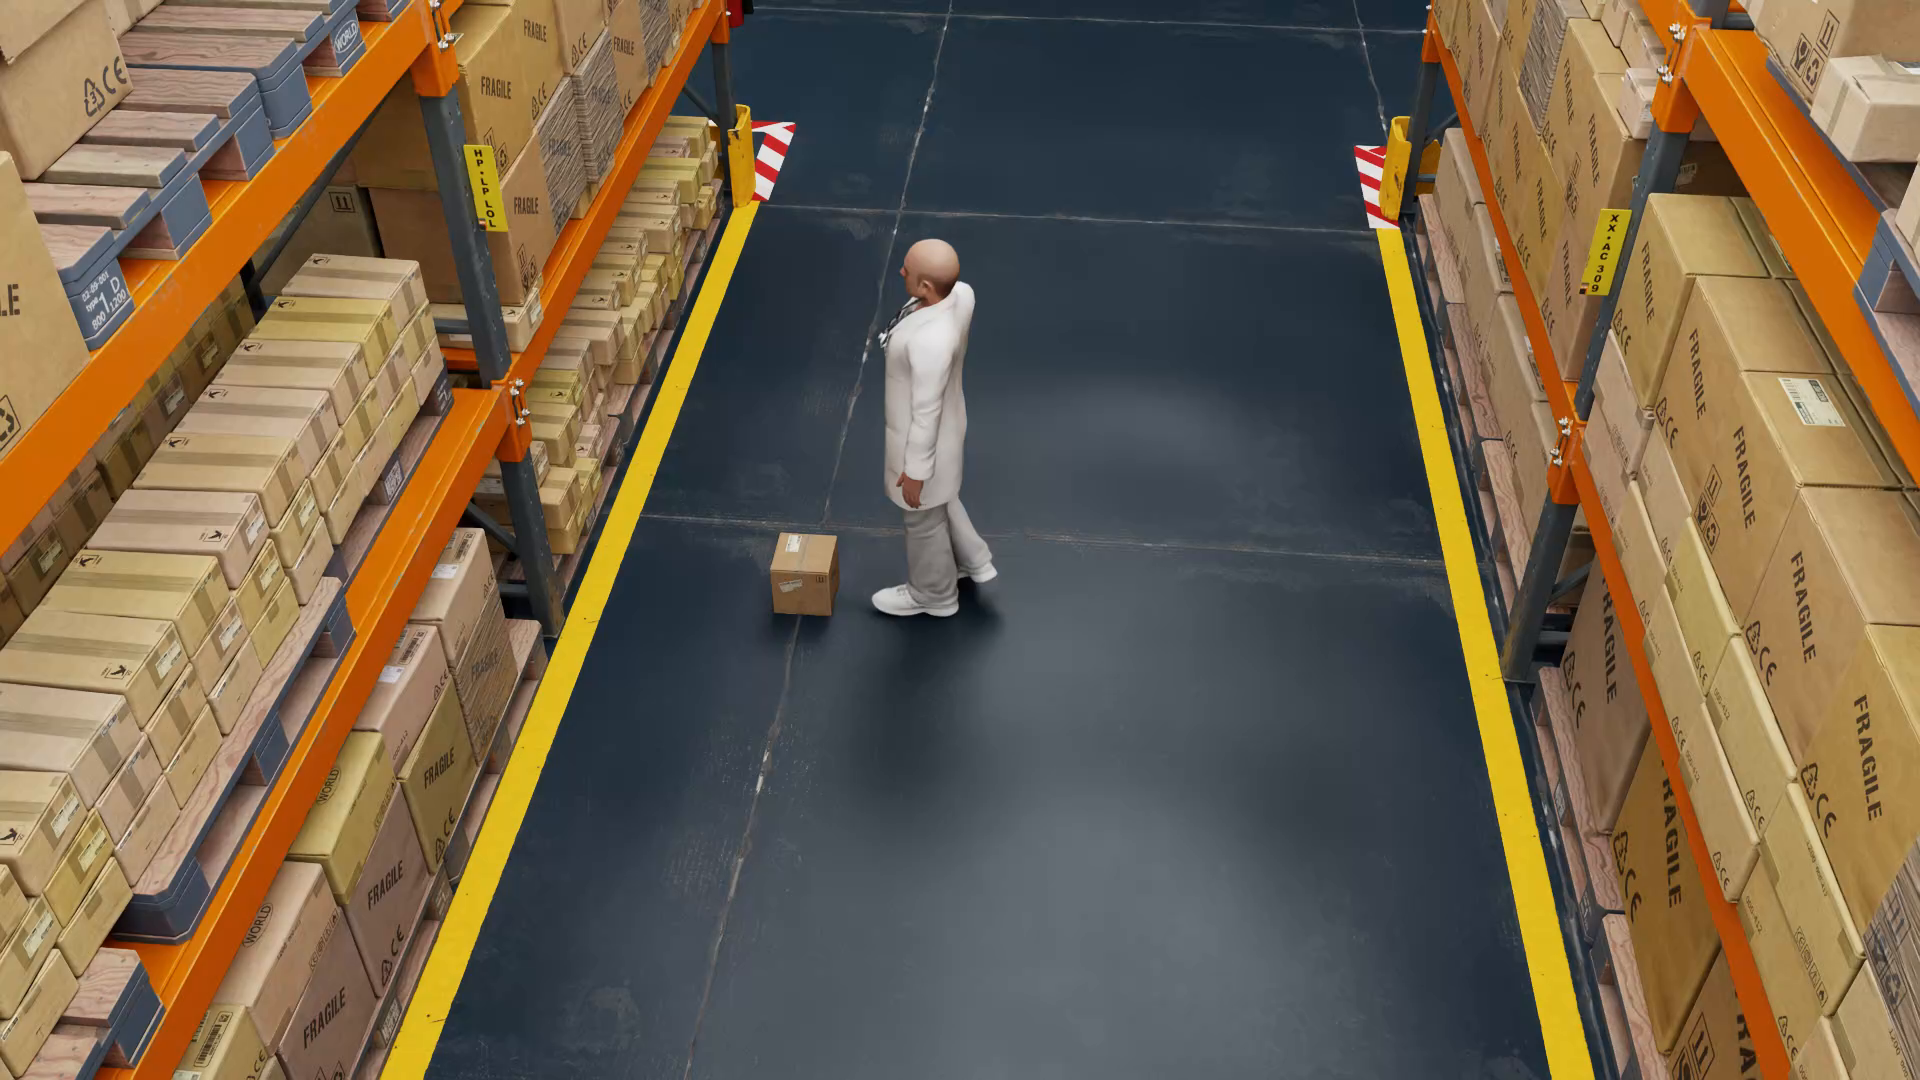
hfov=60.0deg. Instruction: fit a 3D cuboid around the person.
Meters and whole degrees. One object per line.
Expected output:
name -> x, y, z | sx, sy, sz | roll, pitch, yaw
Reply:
person -> -0.108, -0.419, 6.647 | 0.513, 1.772, 0.626 | 8, 40, 10
